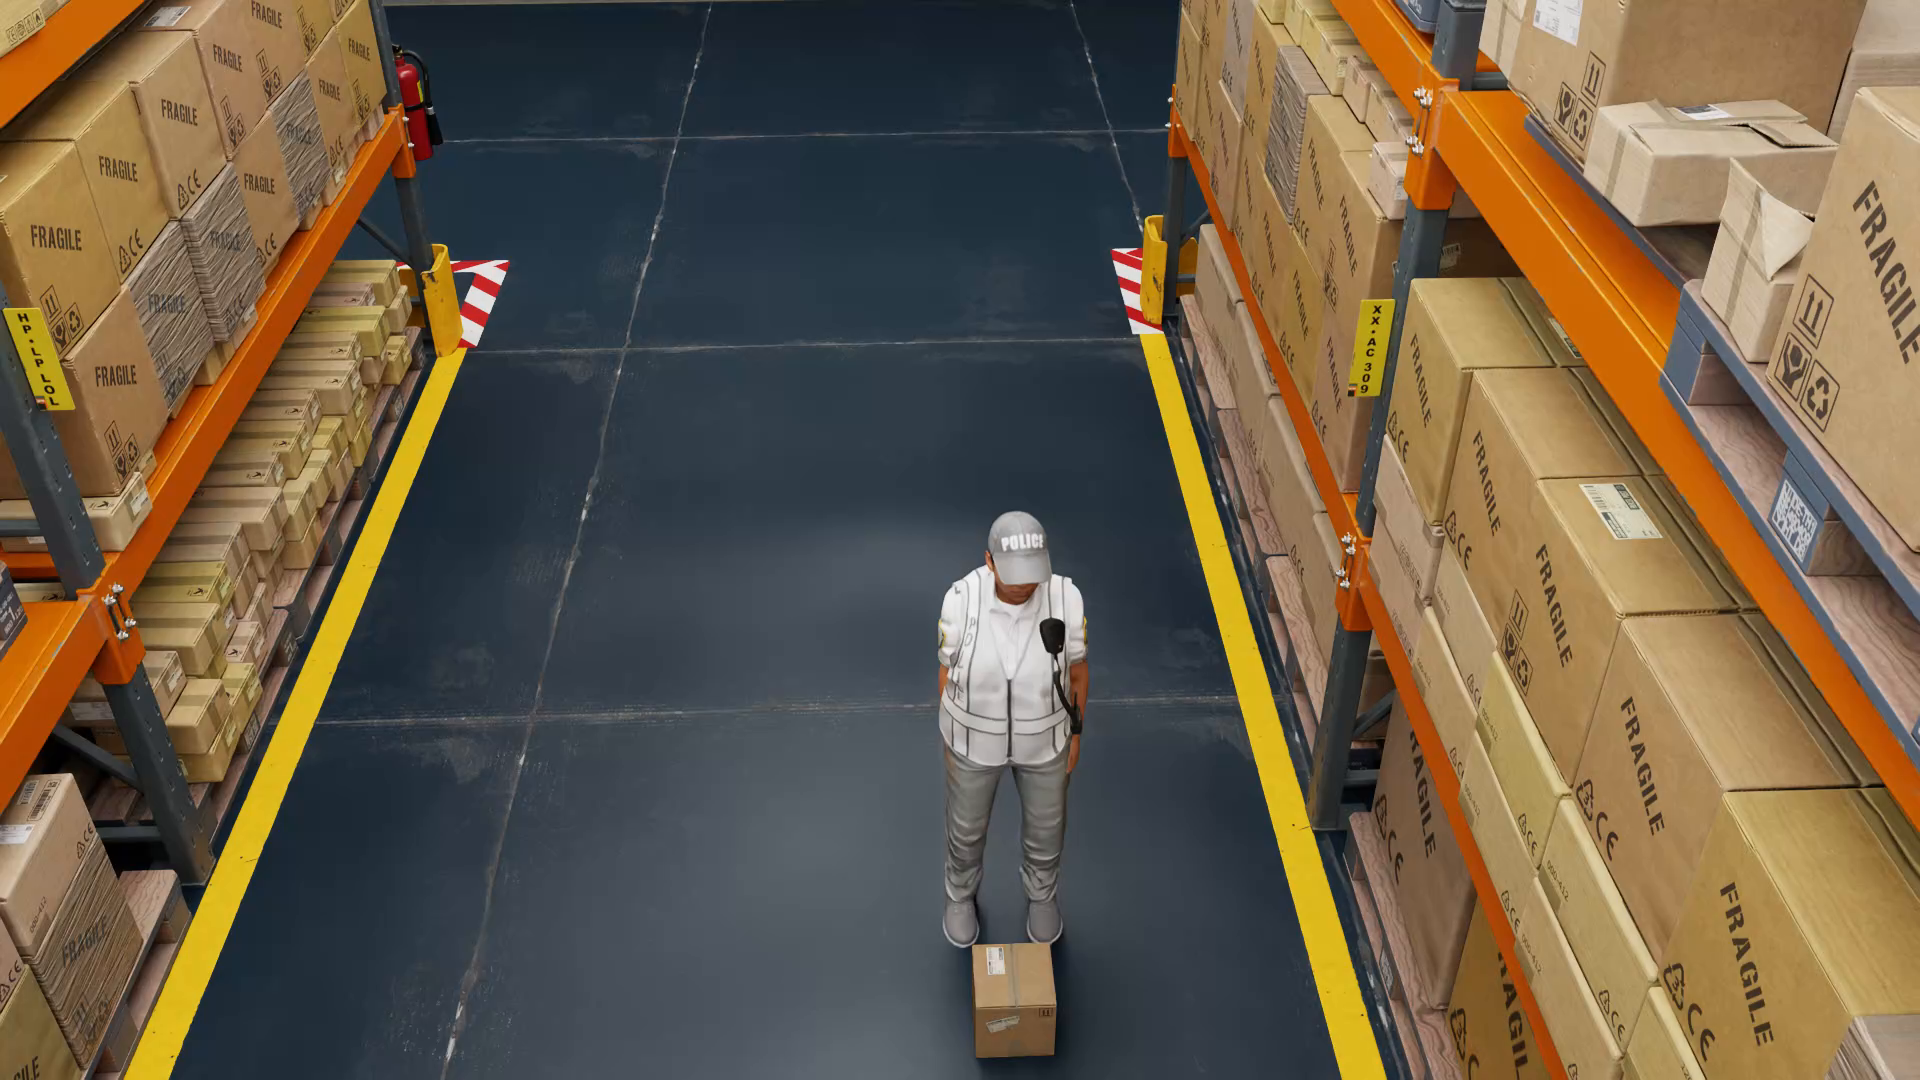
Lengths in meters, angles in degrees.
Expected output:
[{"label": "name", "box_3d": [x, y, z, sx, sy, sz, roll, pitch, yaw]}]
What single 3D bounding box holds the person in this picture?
[{"label": "person", "box_3d": [0.167, 0.628, 5.275, 0.468, 1.670, 0.390, -1, 35, -1]}]
